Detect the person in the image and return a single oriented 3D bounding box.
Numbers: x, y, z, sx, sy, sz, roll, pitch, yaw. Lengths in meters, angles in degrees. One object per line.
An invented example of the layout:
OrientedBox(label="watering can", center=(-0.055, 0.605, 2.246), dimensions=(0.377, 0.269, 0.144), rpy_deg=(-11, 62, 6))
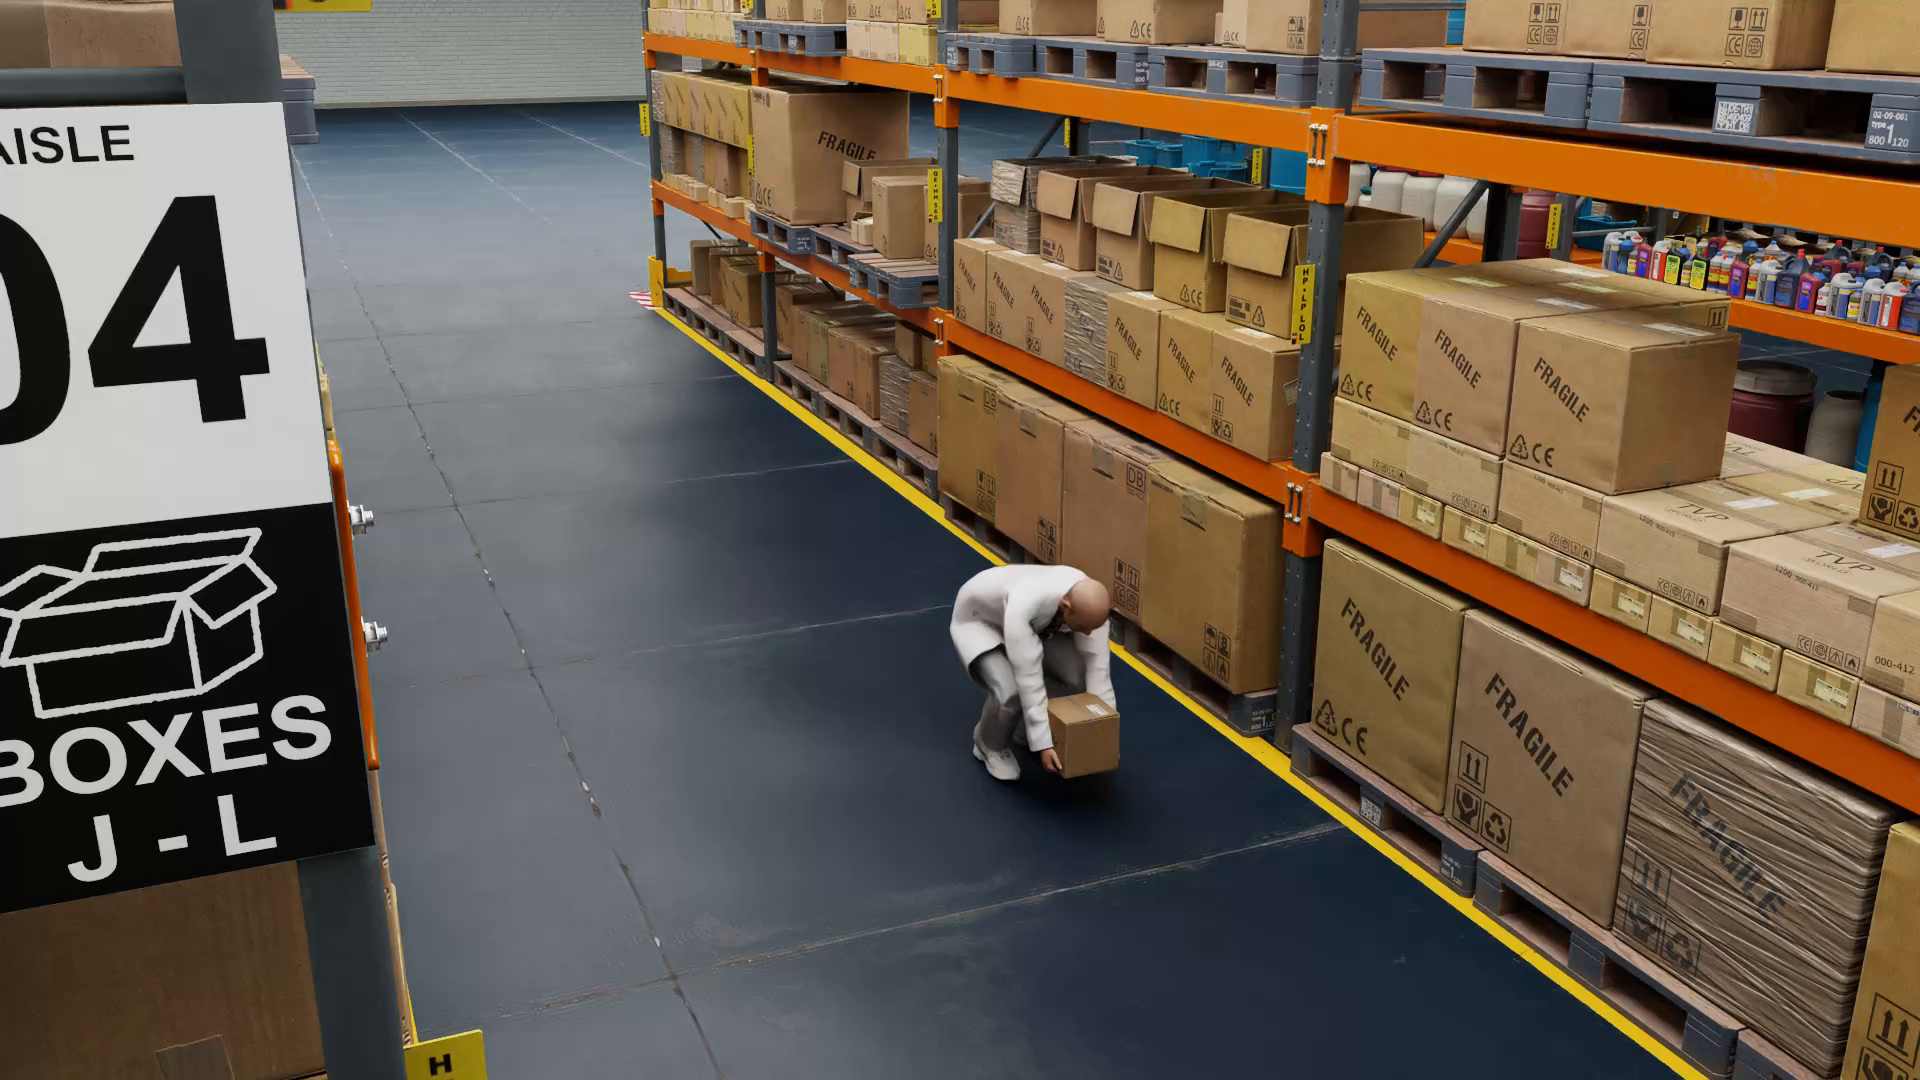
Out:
OrientedBox(label="person", center=(0.327, 0.564, 7.178), dimensions=(0.587, 0.969, 0.954), rpy_deg=(-11, 21, -29))
